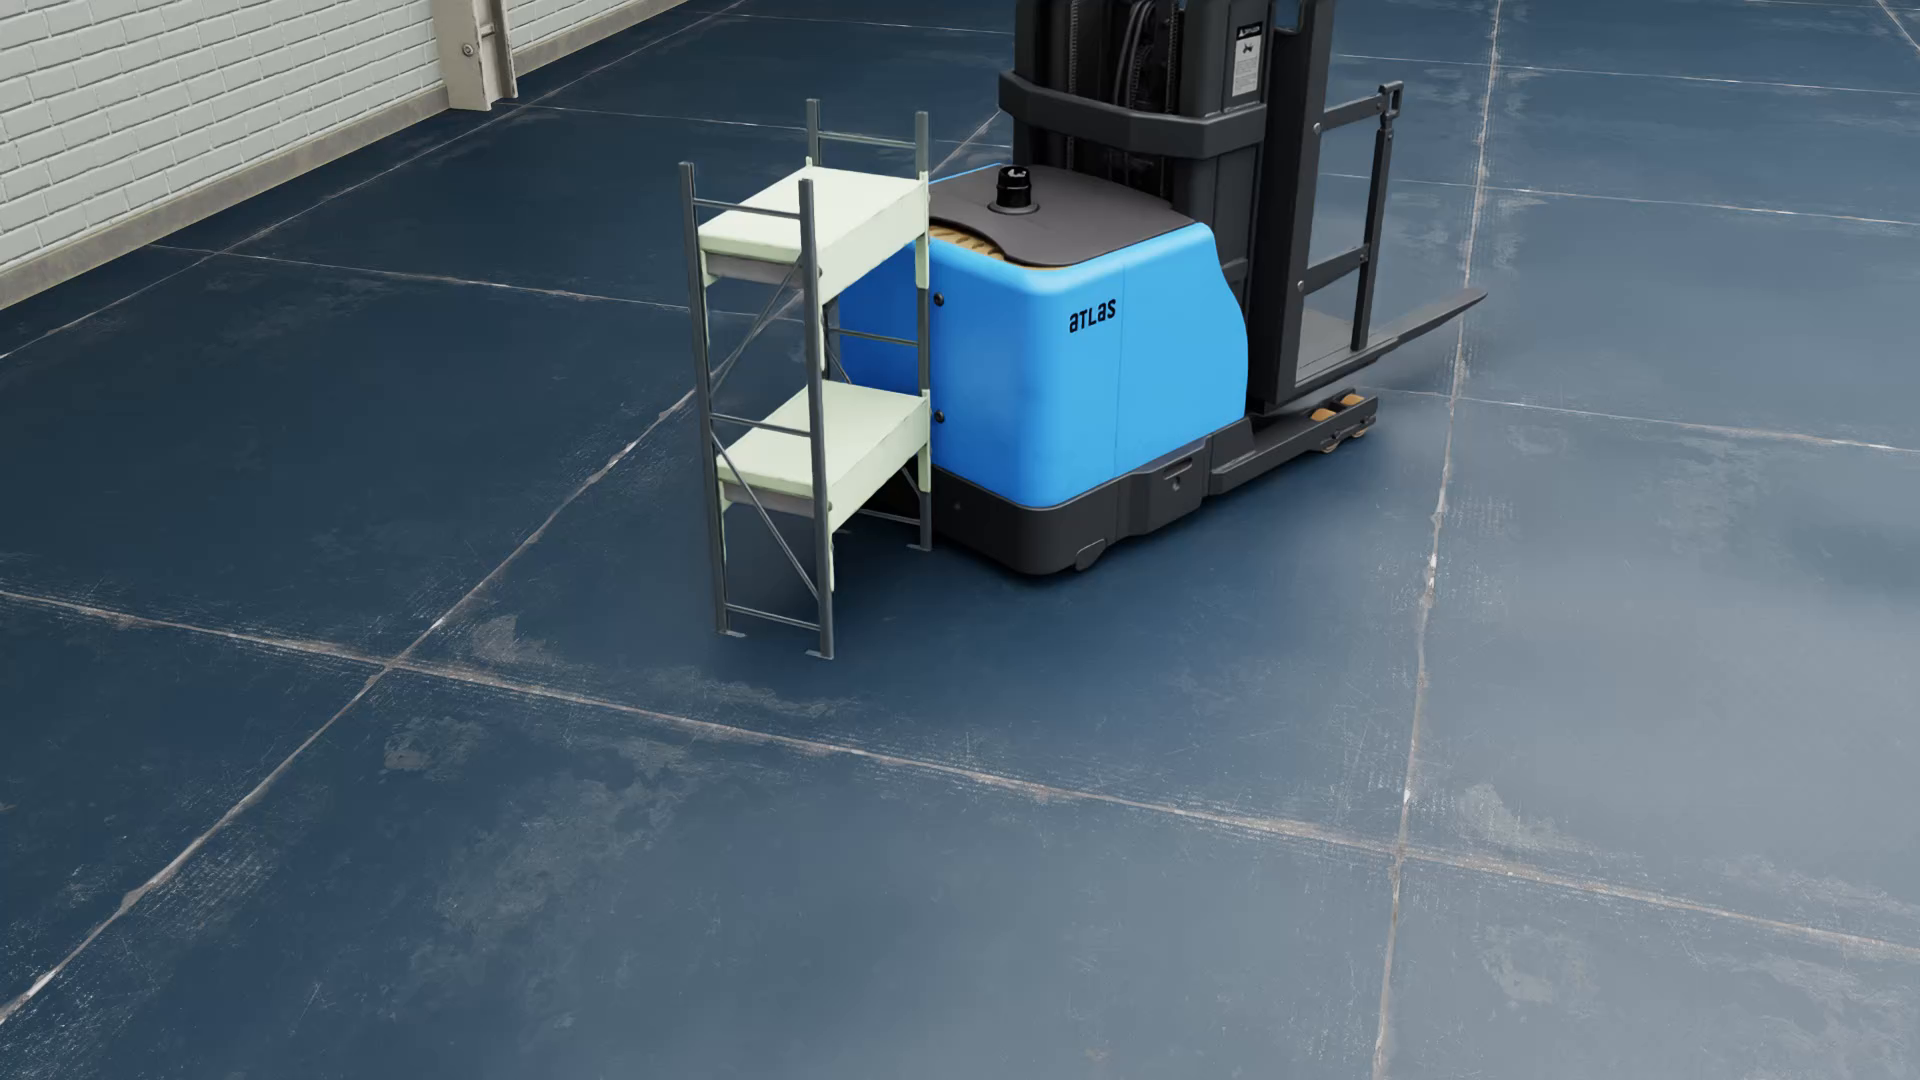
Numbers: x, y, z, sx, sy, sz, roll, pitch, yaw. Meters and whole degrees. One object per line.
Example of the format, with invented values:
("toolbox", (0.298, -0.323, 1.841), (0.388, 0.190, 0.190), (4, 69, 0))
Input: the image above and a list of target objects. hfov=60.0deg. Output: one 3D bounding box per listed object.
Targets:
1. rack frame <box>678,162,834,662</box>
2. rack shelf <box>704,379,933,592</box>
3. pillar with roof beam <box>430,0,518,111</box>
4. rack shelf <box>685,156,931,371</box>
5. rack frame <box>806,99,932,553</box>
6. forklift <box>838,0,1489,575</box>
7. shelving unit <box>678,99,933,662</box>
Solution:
("rack frame", (-0.573, -0.327, 4.795), (0.400, 1.500, 0.023), (12, 31, 20))
("rack shelf", (-0.428, -0.205, 5.247), (0.431, 0.370, 0.720), (12, 31, 20))
("pillar with roof beam", (0.977, -6.198, 7.635), (9.100, 9.000, 0.400), (8, 30, 15))
("rack shelf", (-0.428, -0.831, 4.899), (0.431, 0.370, 0.720), (12, 31, 20))
("rack frame", (-0.283, -0.654, 5.382), (0.400, 1.500, 0.023), (12, 31, 20))
("forklift", (0.980, -1.777, 5.929), (3.031, 2.935, 1.130), (-25, 38, -37))
("shelving unit", (-0.428, -0.490, 5.089), (0.431, 1.500, 0.755), (12, 31, 20))
